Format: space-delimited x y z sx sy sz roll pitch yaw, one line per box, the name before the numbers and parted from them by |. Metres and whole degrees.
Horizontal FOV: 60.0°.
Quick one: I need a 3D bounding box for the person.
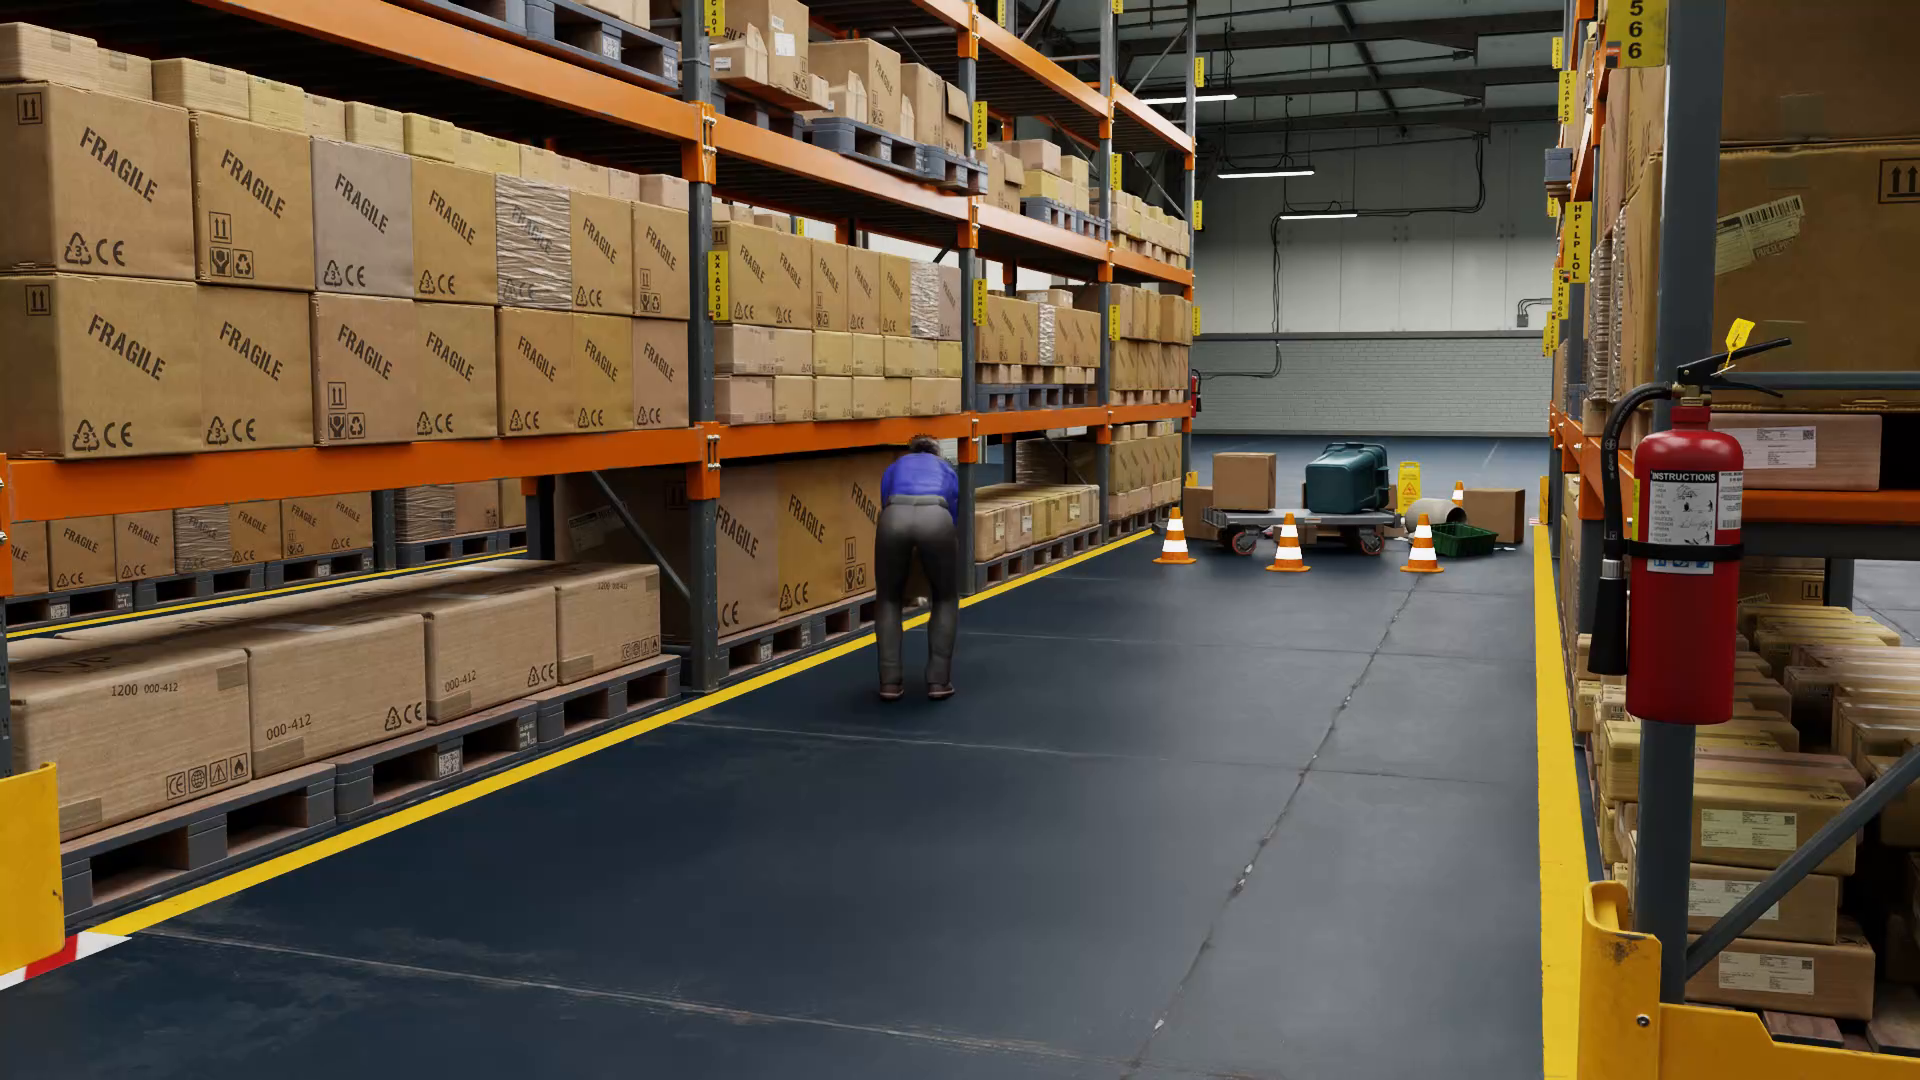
person | -0.199 0.124 8.177 0.407 1.251 0.825 0 5 3
